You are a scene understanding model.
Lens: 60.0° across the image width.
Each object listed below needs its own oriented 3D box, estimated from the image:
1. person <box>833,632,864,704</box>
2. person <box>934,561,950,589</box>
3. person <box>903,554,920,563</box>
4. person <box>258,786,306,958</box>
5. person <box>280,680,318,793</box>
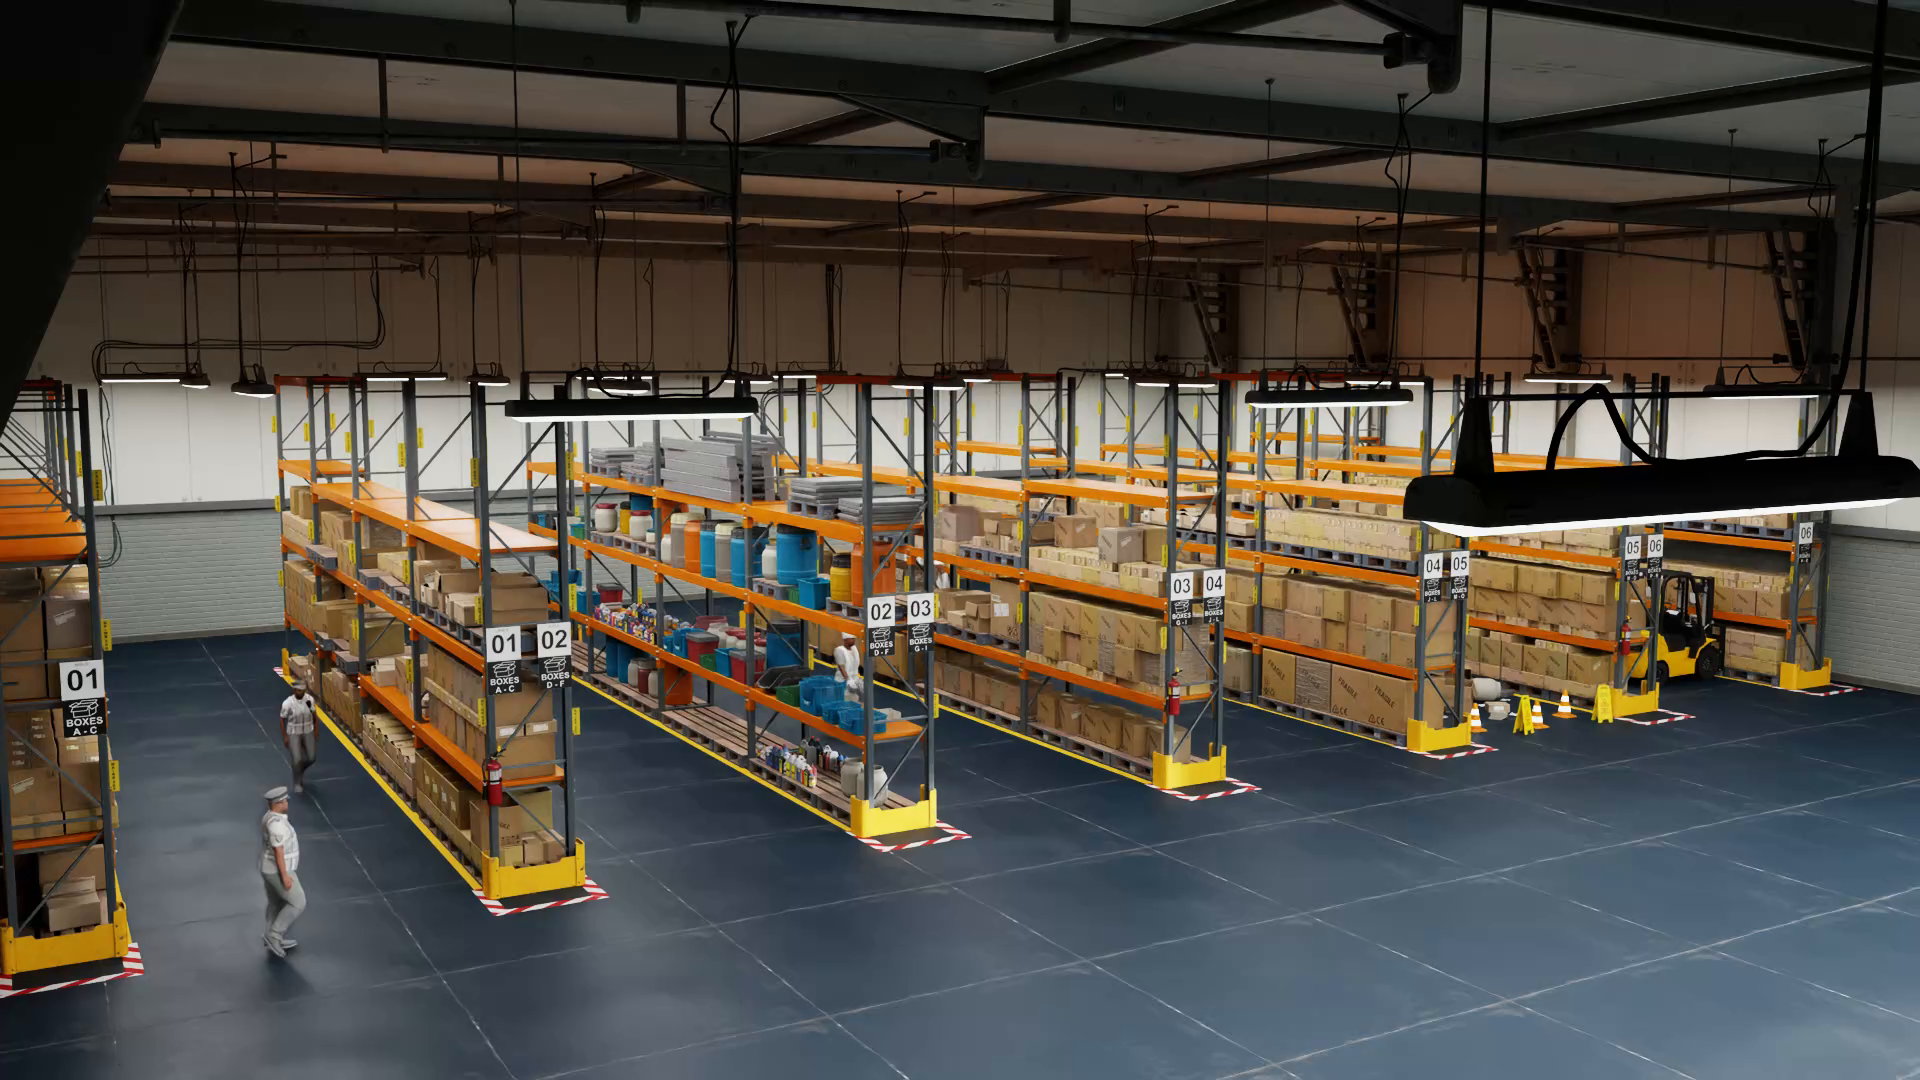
[{"bbox_3d":[-1.794,2.276,27.504,1.100,1.602,0.531,6,8,42],"label":"person"},{"bbox_3d":[-0.452,1.290,38.161,0.559,1.718,1.068,-4,7,-32],"label":"person"},{"bbox_3d":[-1.221,0.851,42.348,0.492,1.669,0.632,2,7,19],"label":"person"},{"bbox_3d":[-7.236,3.516,17.704,0.439,1.787,0.569,-3,7,-28],"label":"person"},{"bbox_3d":[-9.730,2.849,24.466,0.540,1.656,0.534,-5,8,-39],"label":"person"}]
